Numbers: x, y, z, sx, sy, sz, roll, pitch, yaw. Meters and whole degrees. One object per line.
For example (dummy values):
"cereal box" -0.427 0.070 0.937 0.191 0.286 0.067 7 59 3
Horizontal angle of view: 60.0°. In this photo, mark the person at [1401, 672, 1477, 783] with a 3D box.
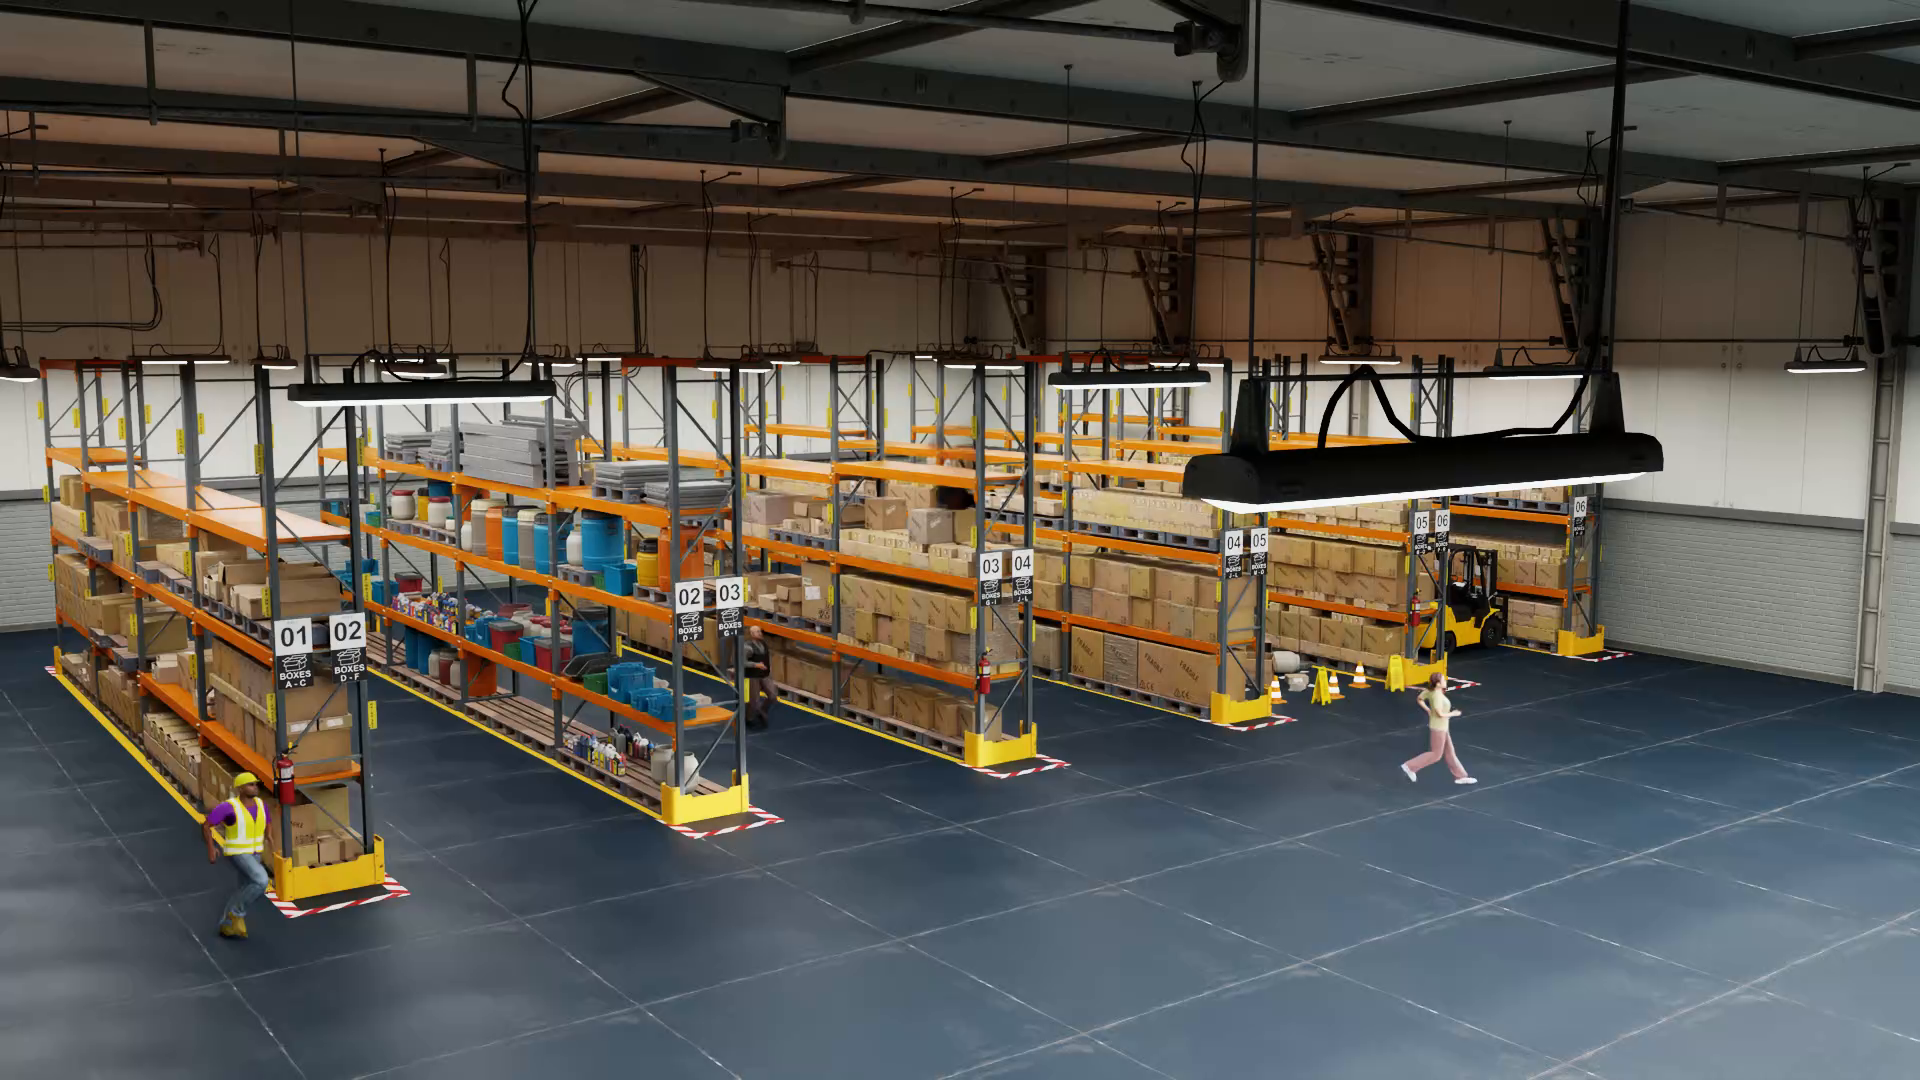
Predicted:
"person" 6.794 2.662 23.512 1.076 1.611 0.588 1 7 5

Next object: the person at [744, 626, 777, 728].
"person" -3.267 2.243 27.072 0.689 1.715 0.633 7 10 44

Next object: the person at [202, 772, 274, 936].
"person" -7.608 3.345 17.778 0.649 1.691 0.725 2 7 19
